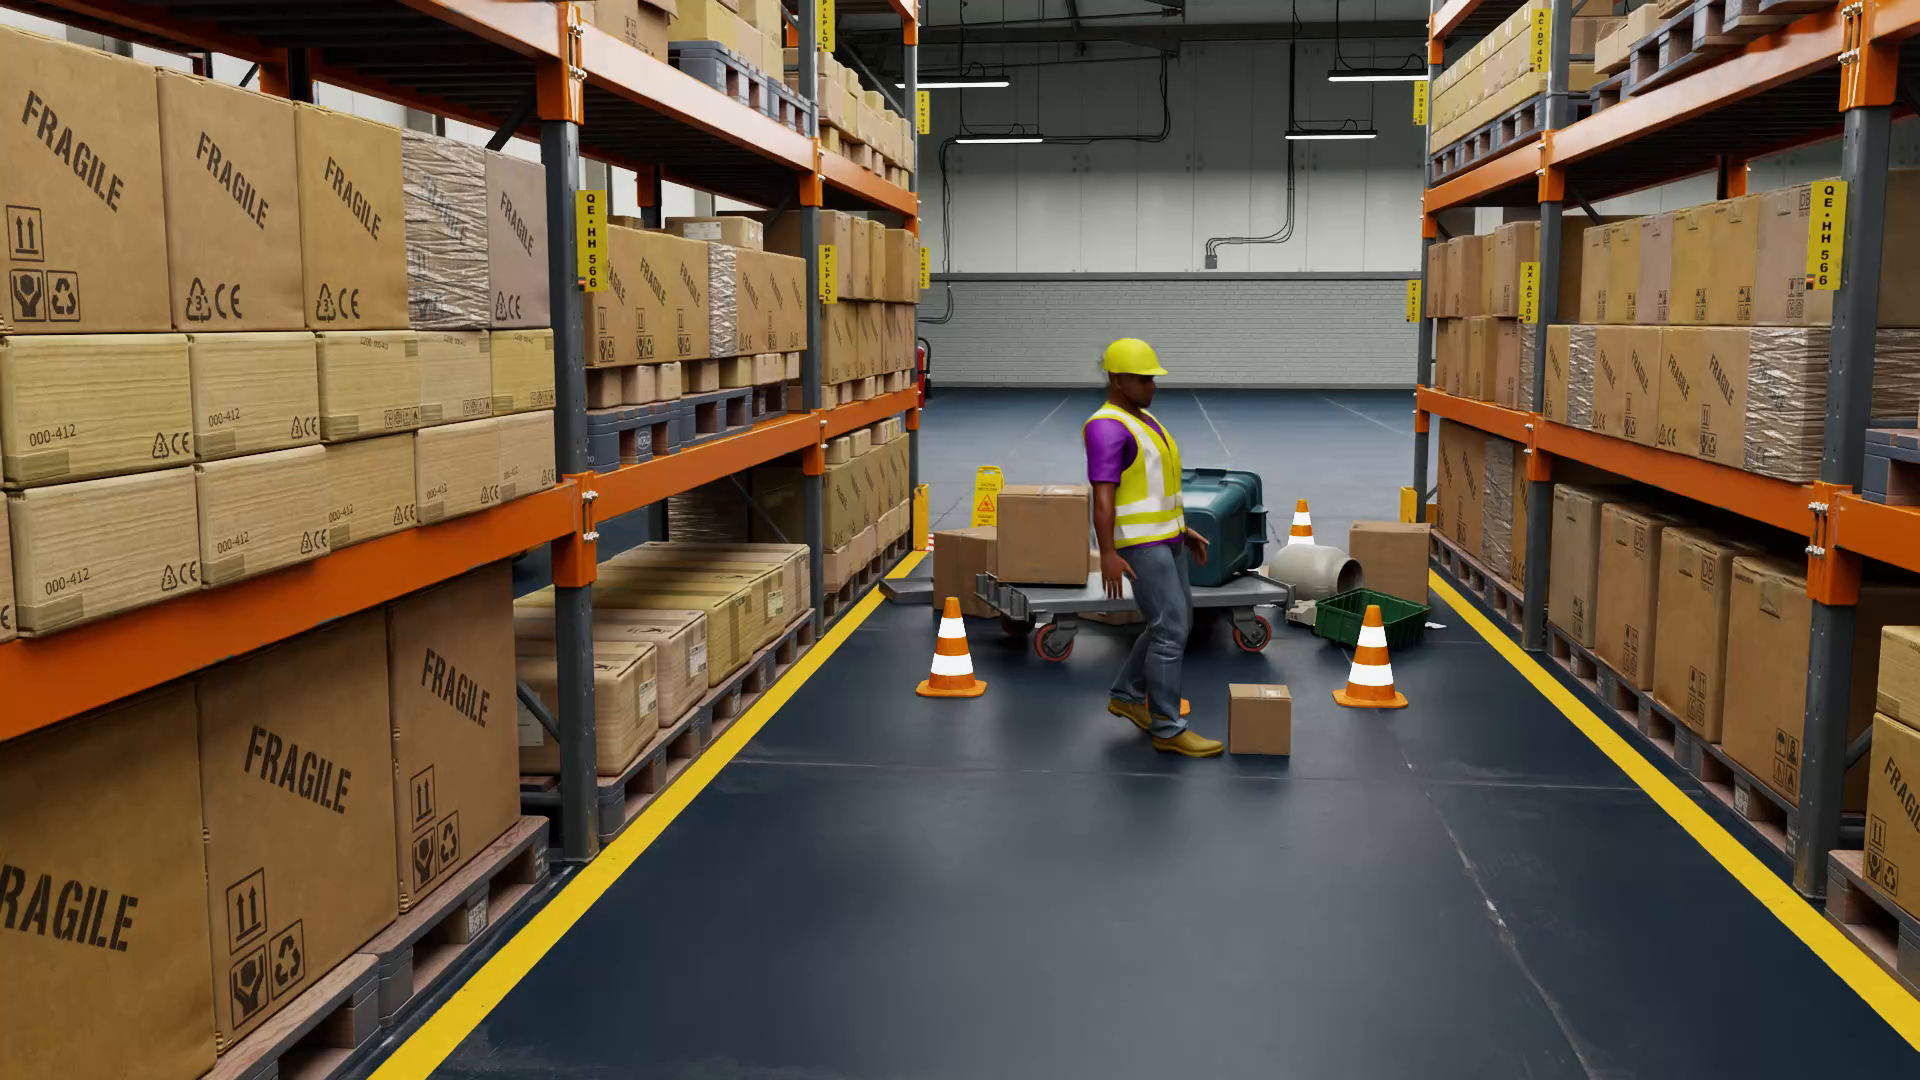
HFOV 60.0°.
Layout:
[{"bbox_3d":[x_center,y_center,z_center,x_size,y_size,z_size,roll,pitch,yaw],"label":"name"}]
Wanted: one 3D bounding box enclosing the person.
[{"bbox_3d":[0.852,0.025,7.079,0.602,1.757,0.665,3,8,21],"label":"person"}]
